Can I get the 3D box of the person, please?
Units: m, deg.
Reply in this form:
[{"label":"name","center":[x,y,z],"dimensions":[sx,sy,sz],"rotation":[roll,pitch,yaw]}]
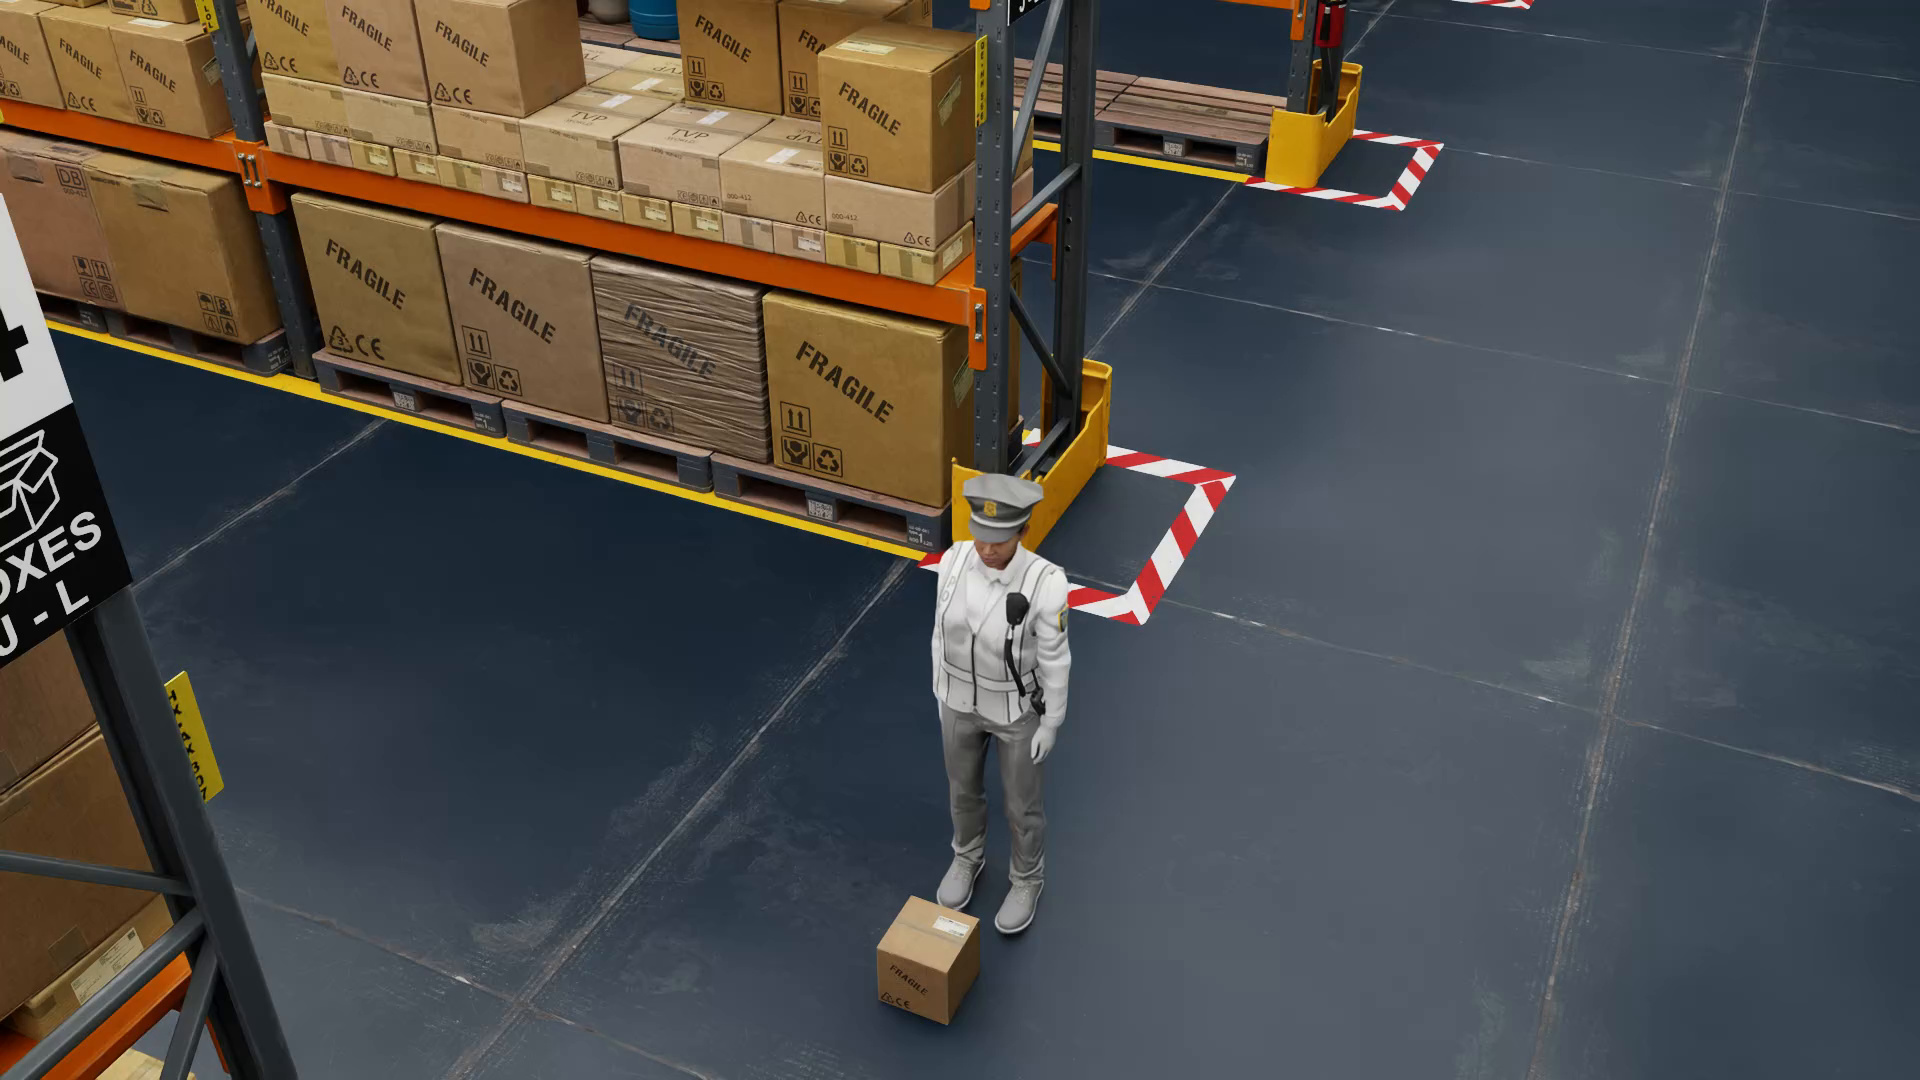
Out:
[{"label":"person","center":[0.113,0.537,5.329],"dimensions":[0.468,1.678,0.329],"rotation":[15,37,22]}]
